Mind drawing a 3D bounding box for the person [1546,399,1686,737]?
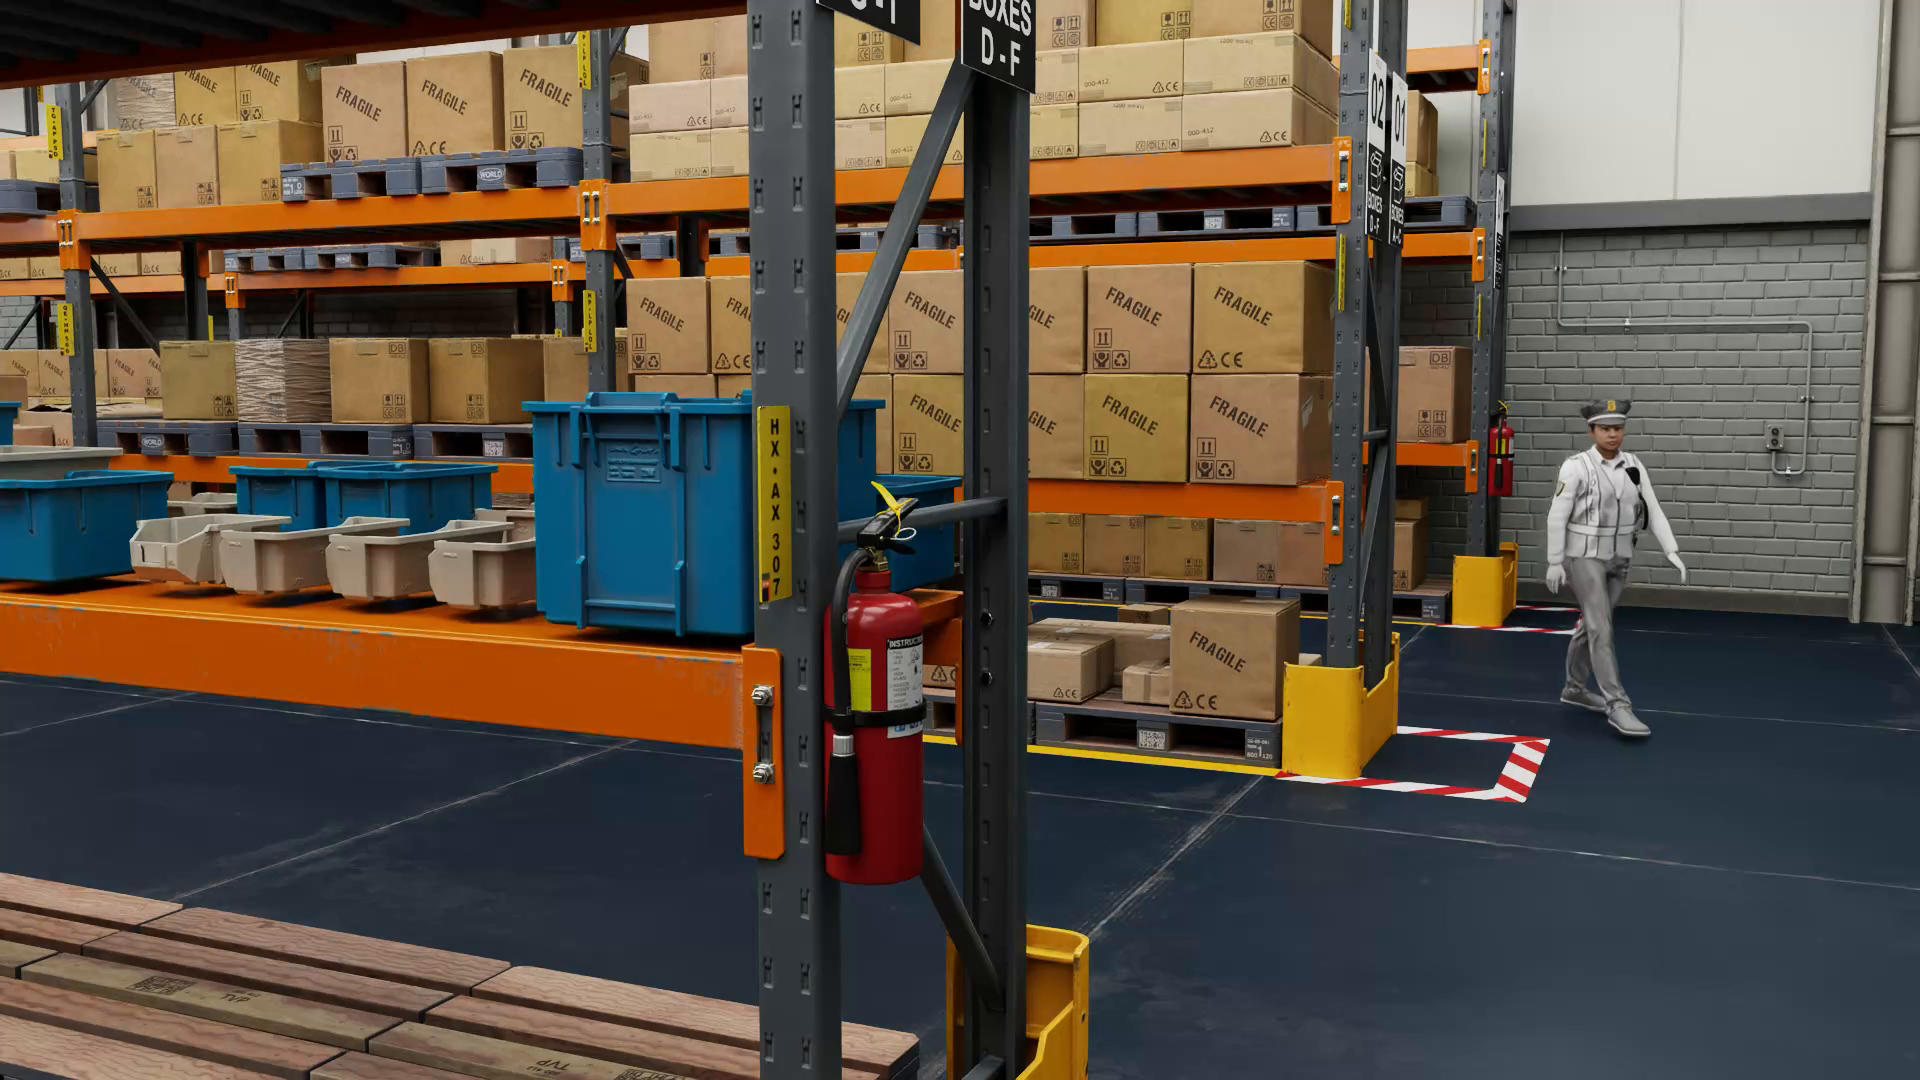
[{"bbox_3d":[3.316,0.108,8.442,0.530,1.647,0.847,-2,6,-20],"label":"person"}]
